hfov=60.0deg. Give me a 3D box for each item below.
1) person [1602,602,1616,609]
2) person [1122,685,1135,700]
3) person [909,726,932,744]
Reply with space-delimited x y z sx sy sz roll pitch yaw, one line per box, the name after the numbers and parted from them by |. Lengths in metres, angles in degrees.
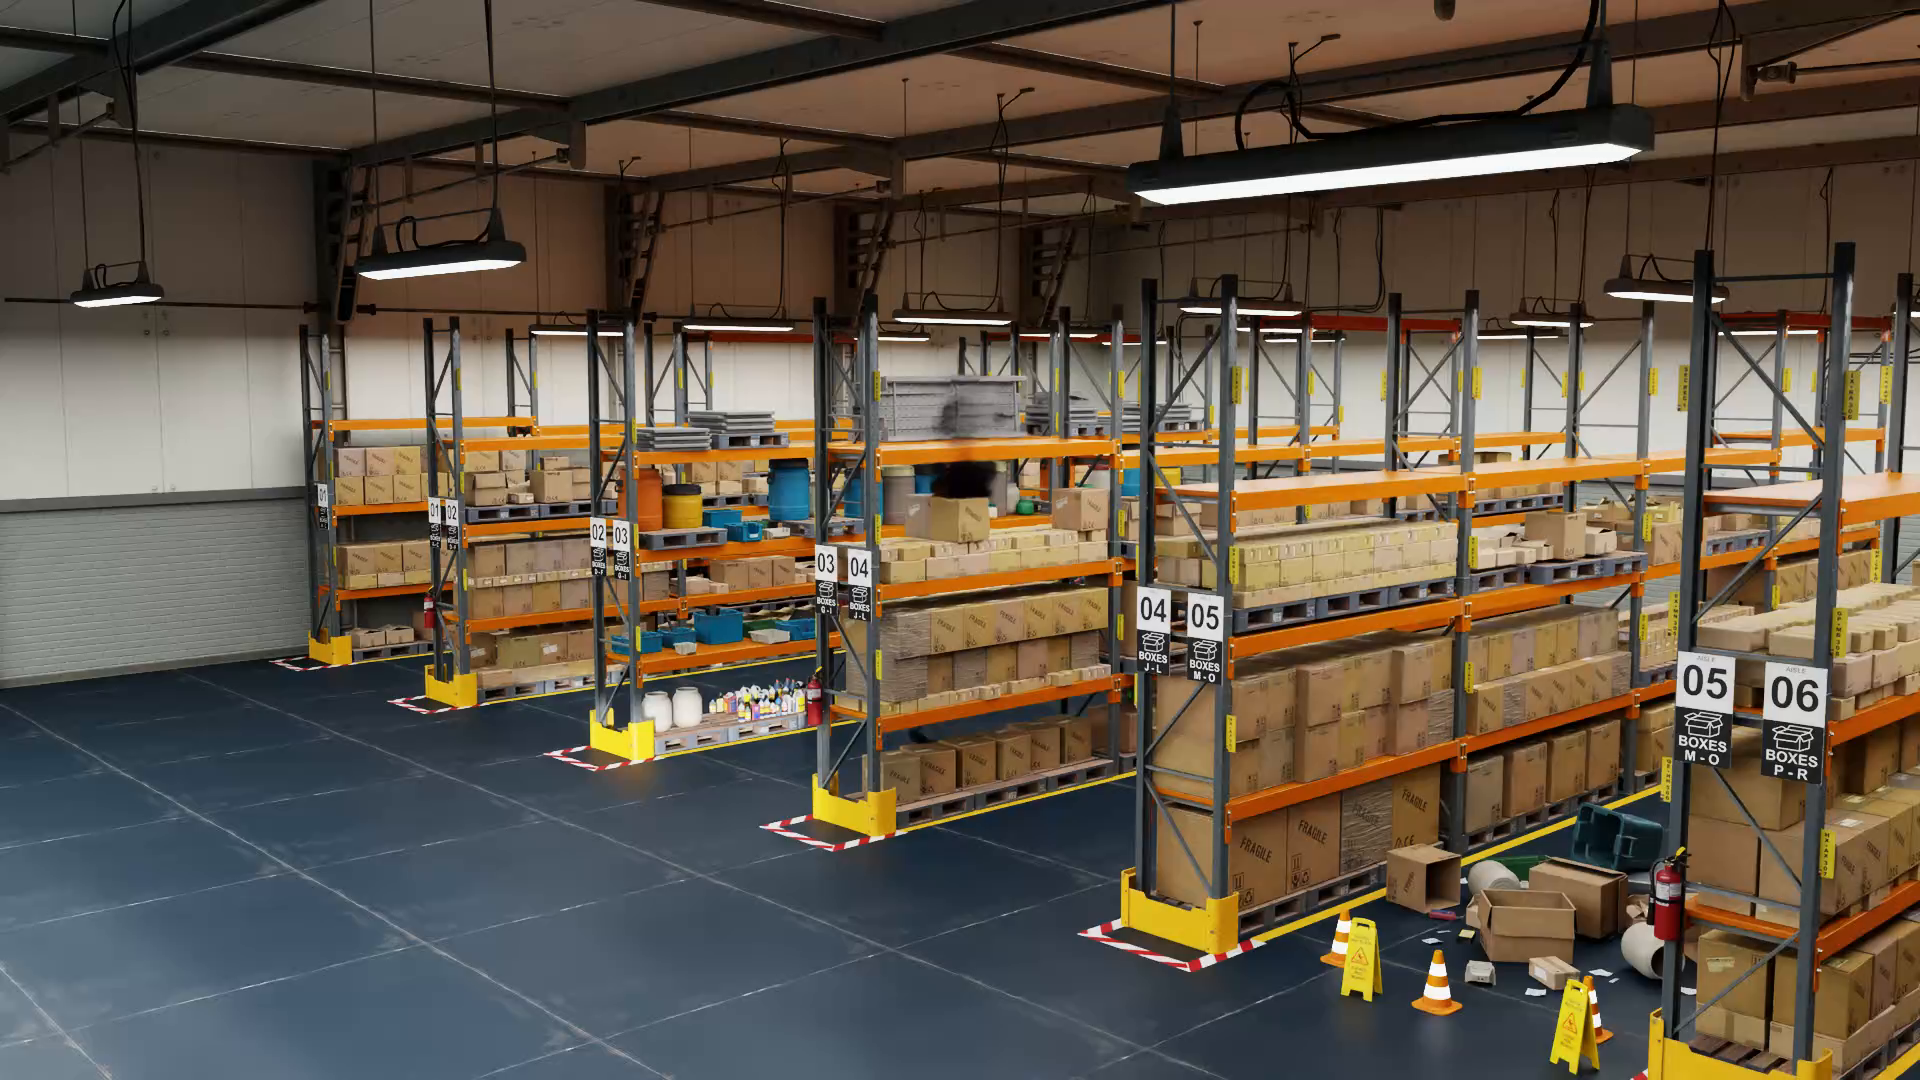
9.550 1.764 24.572 1.154 1.708 0.727 -5 7 -39 | person
2.589 1.678 25.898 0.650 1.740 0.577 4 7 33 | person
-0.570 2.187 21.729 0.524 1.558 0.537 6 8 45 | person
